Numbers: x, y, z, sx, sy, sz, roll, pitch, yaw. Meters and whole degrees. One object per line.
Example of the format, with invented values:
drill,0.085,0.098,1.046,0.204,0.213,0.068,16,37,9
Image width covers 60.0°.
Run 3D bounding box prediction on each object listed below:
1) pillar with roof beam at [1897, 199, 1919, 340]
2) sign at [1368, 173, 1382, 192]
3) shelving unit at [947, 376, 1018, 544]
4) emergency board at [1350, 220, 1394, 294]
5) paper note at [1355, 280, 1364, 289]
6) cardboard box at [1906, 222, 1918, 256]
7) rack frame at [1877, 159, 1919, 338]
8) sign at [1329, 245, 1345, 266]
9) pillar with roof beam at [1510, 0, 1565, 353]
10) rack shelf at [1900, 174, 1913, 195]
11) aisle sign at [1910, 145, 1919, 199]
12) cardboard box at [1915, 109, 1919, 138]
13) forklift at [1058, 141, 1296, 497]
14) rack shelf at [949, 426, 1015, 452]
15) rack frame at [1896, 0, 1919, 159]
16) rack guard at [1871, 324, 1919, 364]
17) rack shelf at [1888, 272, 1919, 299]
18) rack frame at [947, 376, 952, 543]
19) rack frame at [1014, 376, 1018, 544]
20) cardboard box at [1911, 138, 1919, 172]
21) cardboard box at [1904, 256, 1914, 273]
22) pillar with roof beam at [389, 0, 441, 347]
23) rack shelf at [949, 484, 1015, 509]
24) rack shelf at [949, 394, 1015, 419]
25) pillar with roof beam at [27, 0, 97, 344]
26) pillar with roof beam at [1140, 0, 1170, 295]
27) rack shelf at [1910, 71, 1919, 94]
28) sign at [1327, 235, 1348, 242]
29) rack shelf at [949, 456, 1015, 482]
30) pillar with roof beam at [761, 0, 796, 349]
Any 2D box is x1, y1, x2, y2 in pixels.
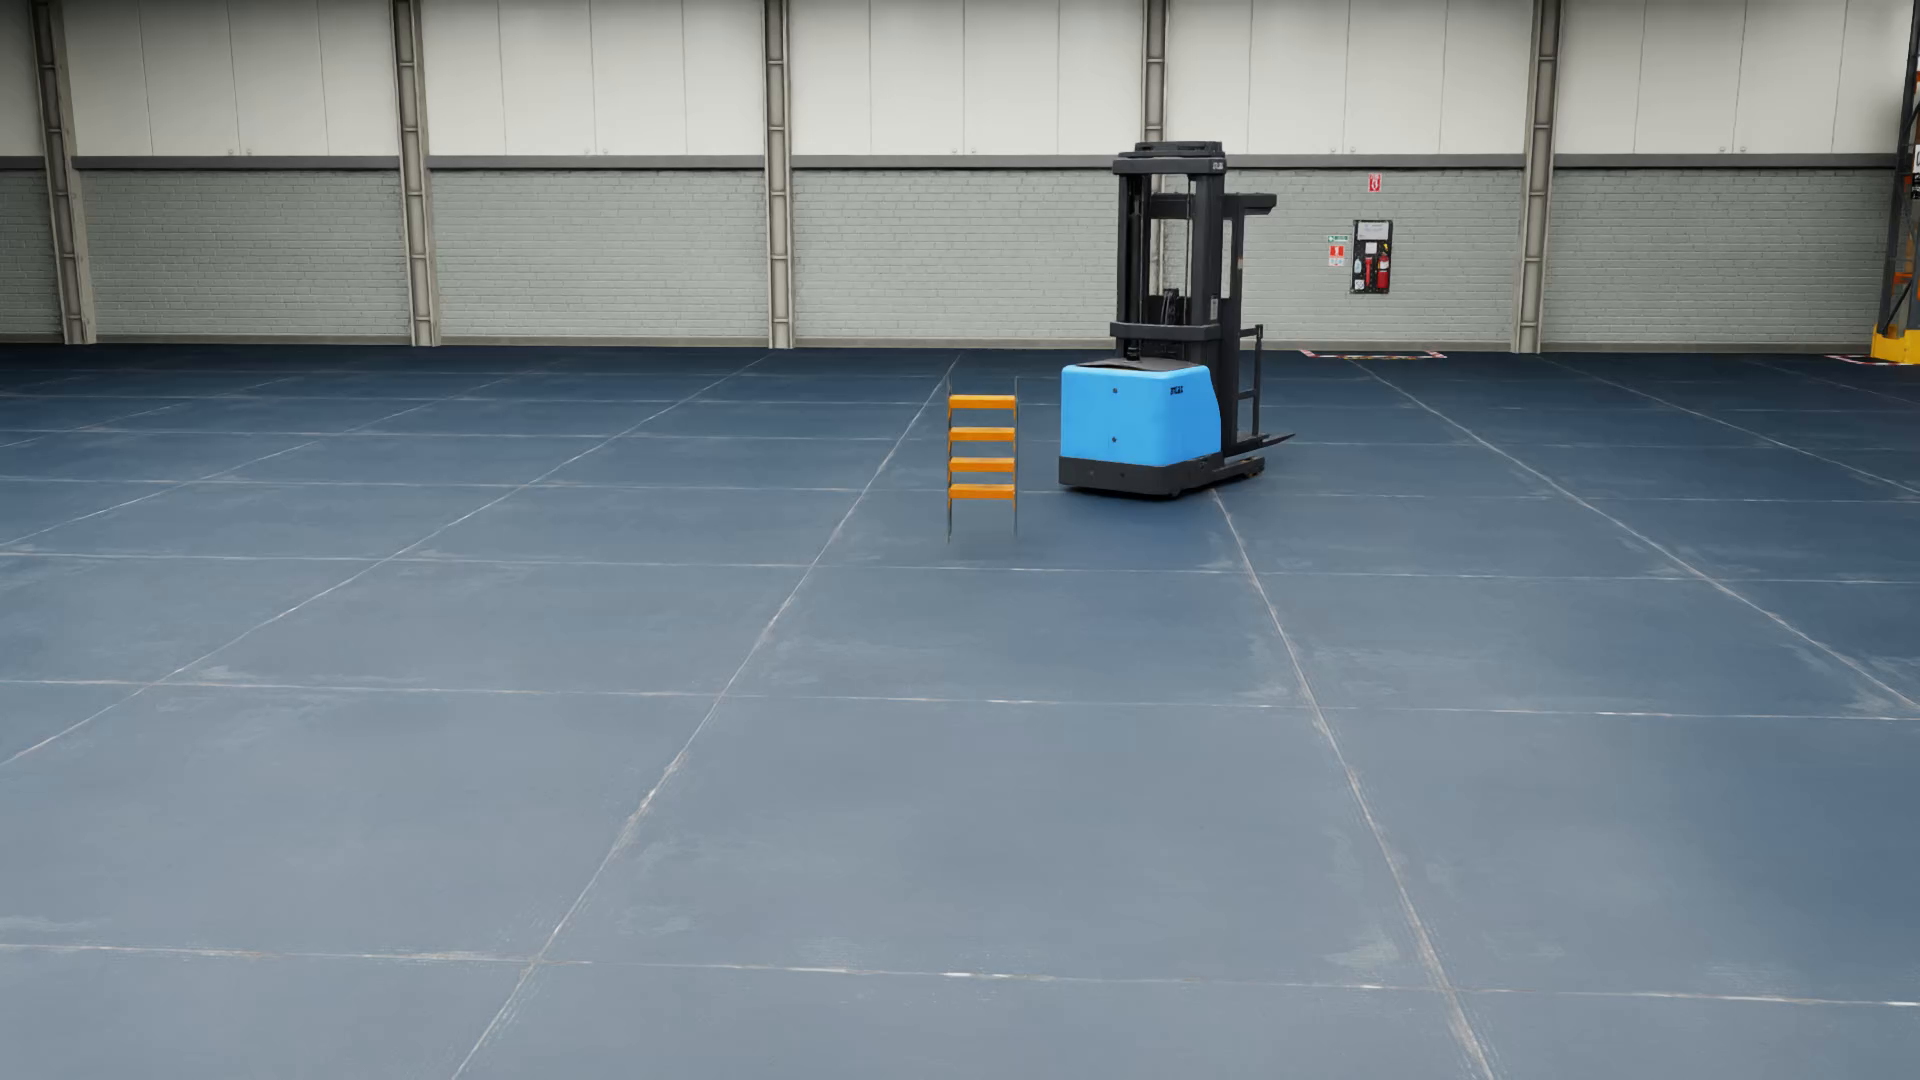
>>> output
pillar with roof beam,14.745,-6.447,21.109,0.400,9.000,9.100,1,12,4
sign,6.581,-5.669,26.380,0.199,0.298,0.001,1,12,4
shelving unit,0.165,-0.585,12.134,0.503,1.200,0.258,1,12,4
emergency board,6.583,-4.514,26.519,0.643,1.169,0.194,1,12,4
paper note,6.411,-4.099,26.688,0.142,0.148,0.016,1,12,4
cardboard box,14.761,-4.563,25.242,0.500,0.500,0.500,1,12,3
rack frame,14.276,-4.223,25.129,0.127,3.000,1.000,1,12,4
sign,6.038,-4.560,26.652,0.234,0.329,0.001,1,12,4
pillar with roof beam,8.758,-6.529,21.502,0.400,9.000,9.100,1,12,4
rack shelf,16.272,-5.311,24.764,4.000,0.370,1.077,1,12,4
aisle sign,14.184,-5.435,24.574,0.004,0.787,0.394,1,12,4
cardboard box,14.724,-6.287,24.934,0.500,0.500,0.500,1,12,6
forklift,2.110,-2.040,14.860,1.130,2.935,3.031,8,14,35
rack shelf,0.165,-0.738,12.102,0.480,0.148,0.258,1,12,4
rack frame,14.276,-7.159,24.515,0.127,3.000,1.000,1,12,4
rack guard,14.352,-2.998,25.380,0.348,0.500,1.175,1,12,4
rack shelf,16.272,-3.843,25.072,4.000,0.370,1.077,1,12,4
rack frame,-0.078,-0.588,12.150,0.015,1.200,0.240,1,12,4
rack frame,0.409,-0.582,12.118,0.015,1.200,0.240,1,12,4
cardboard box,14.709,-5.796,25.029,0.500,0.500,0.500,2,12,8
cardboard box,14.755,-4.192,25.301,0.500,0.250,0.500,1,12,5
pillar with roof beam,-9.202,-6.775,22.679,0.400,9.000,9.100,1,12,4
rack shelf,0.165,-0.325,12.189,0.480,0.148,0.258,1,12,4
rack shelf,0.165,-0.970,12.054,0.480,0.148,0.258,1,12,4
pillar with roof beam,-15.188,-6.857,23.071,0.400,9.000,9.100,1,12,4
pillar with roof beam,2.772,-6.611,21.894,0.400,9.000,9.100,1,12,4
rack shelf,16.272,-6.778,24.458,4.000,0.370,1.077,1,12,4
sign,6.042,-4.817,26.589,0.331,0.109,0.001,1,12,4
rack shelf,0.165,-0.519,12.148,0.480,0.148,0.258,1,12,4
pillar with roof beam,-3.215,-6.693,22.286,0.400,9.000,9.100,1,12,4
